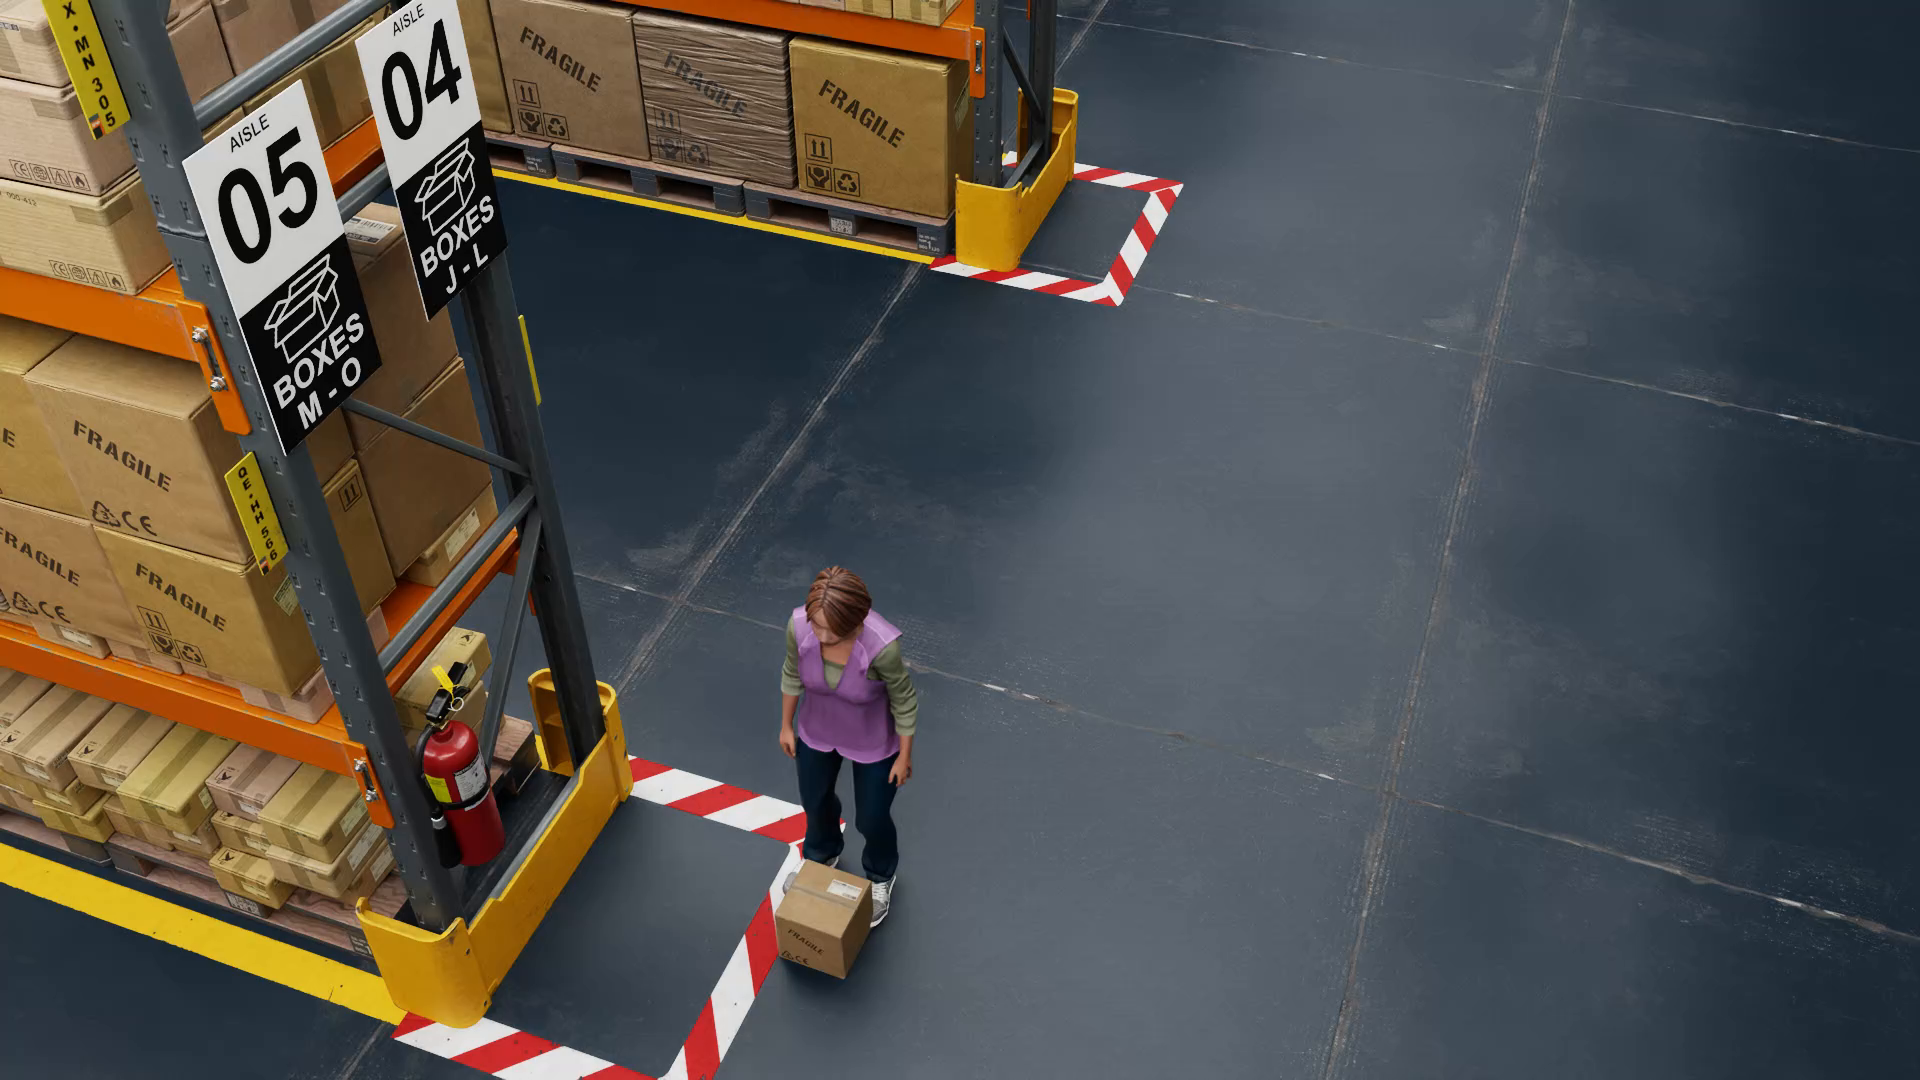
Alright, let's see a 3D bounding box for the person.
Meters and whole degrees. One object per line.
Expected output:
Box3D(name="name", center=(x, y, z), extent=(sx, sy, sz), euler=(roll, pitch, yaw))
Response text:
Box3D(name="person", center=(-0.370, 0.654, 5.443), extent=(0.485, 1.593, 0.342), euler=(14, 44, 15))
